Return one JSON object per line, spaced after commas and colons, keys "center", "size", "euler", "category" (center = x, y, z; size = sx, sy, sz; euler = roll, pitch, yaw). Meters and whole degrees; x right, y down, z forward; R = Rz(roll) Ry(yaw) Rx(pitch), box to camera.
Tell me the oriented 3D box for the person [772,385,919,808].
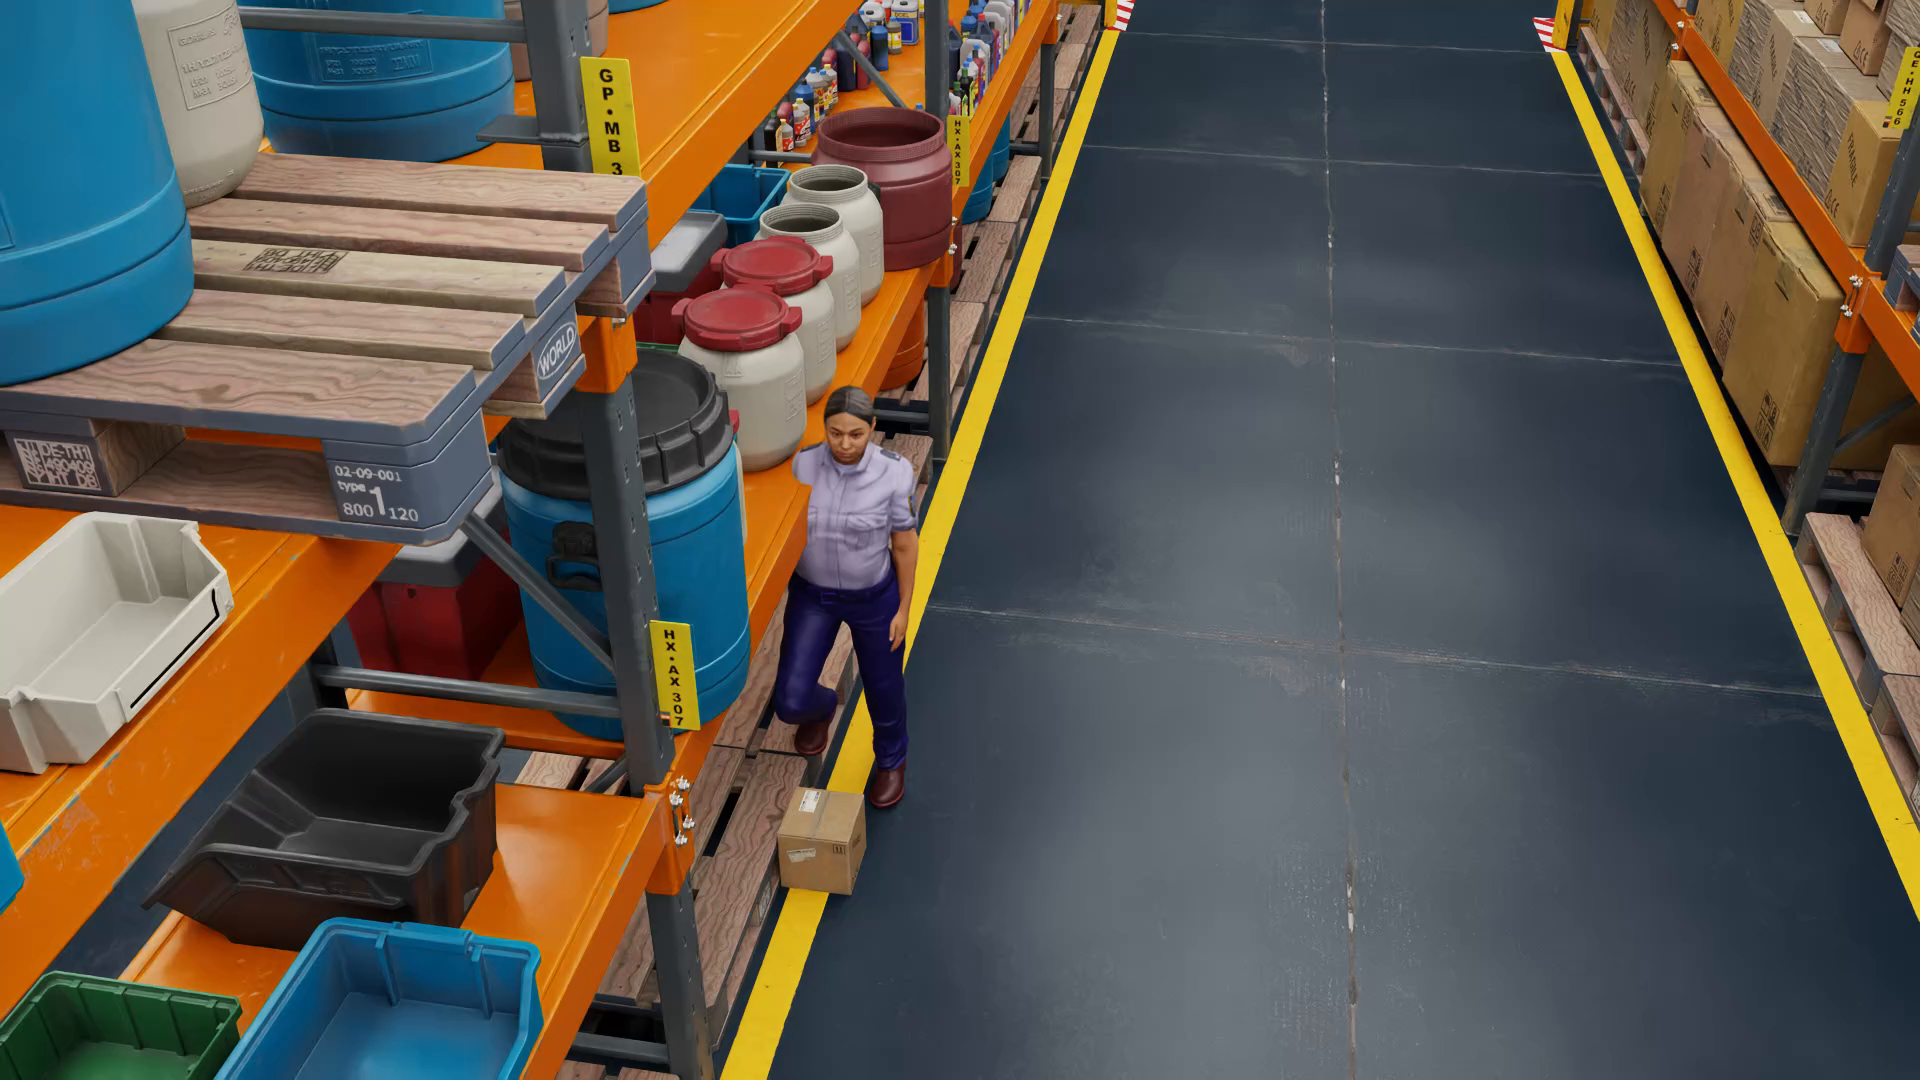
{"center": [-0.390, 0.249, 5.773], "size": [0.473, 1.638, 0.498], "euler": [6, 33, 10], "category": "person"}
